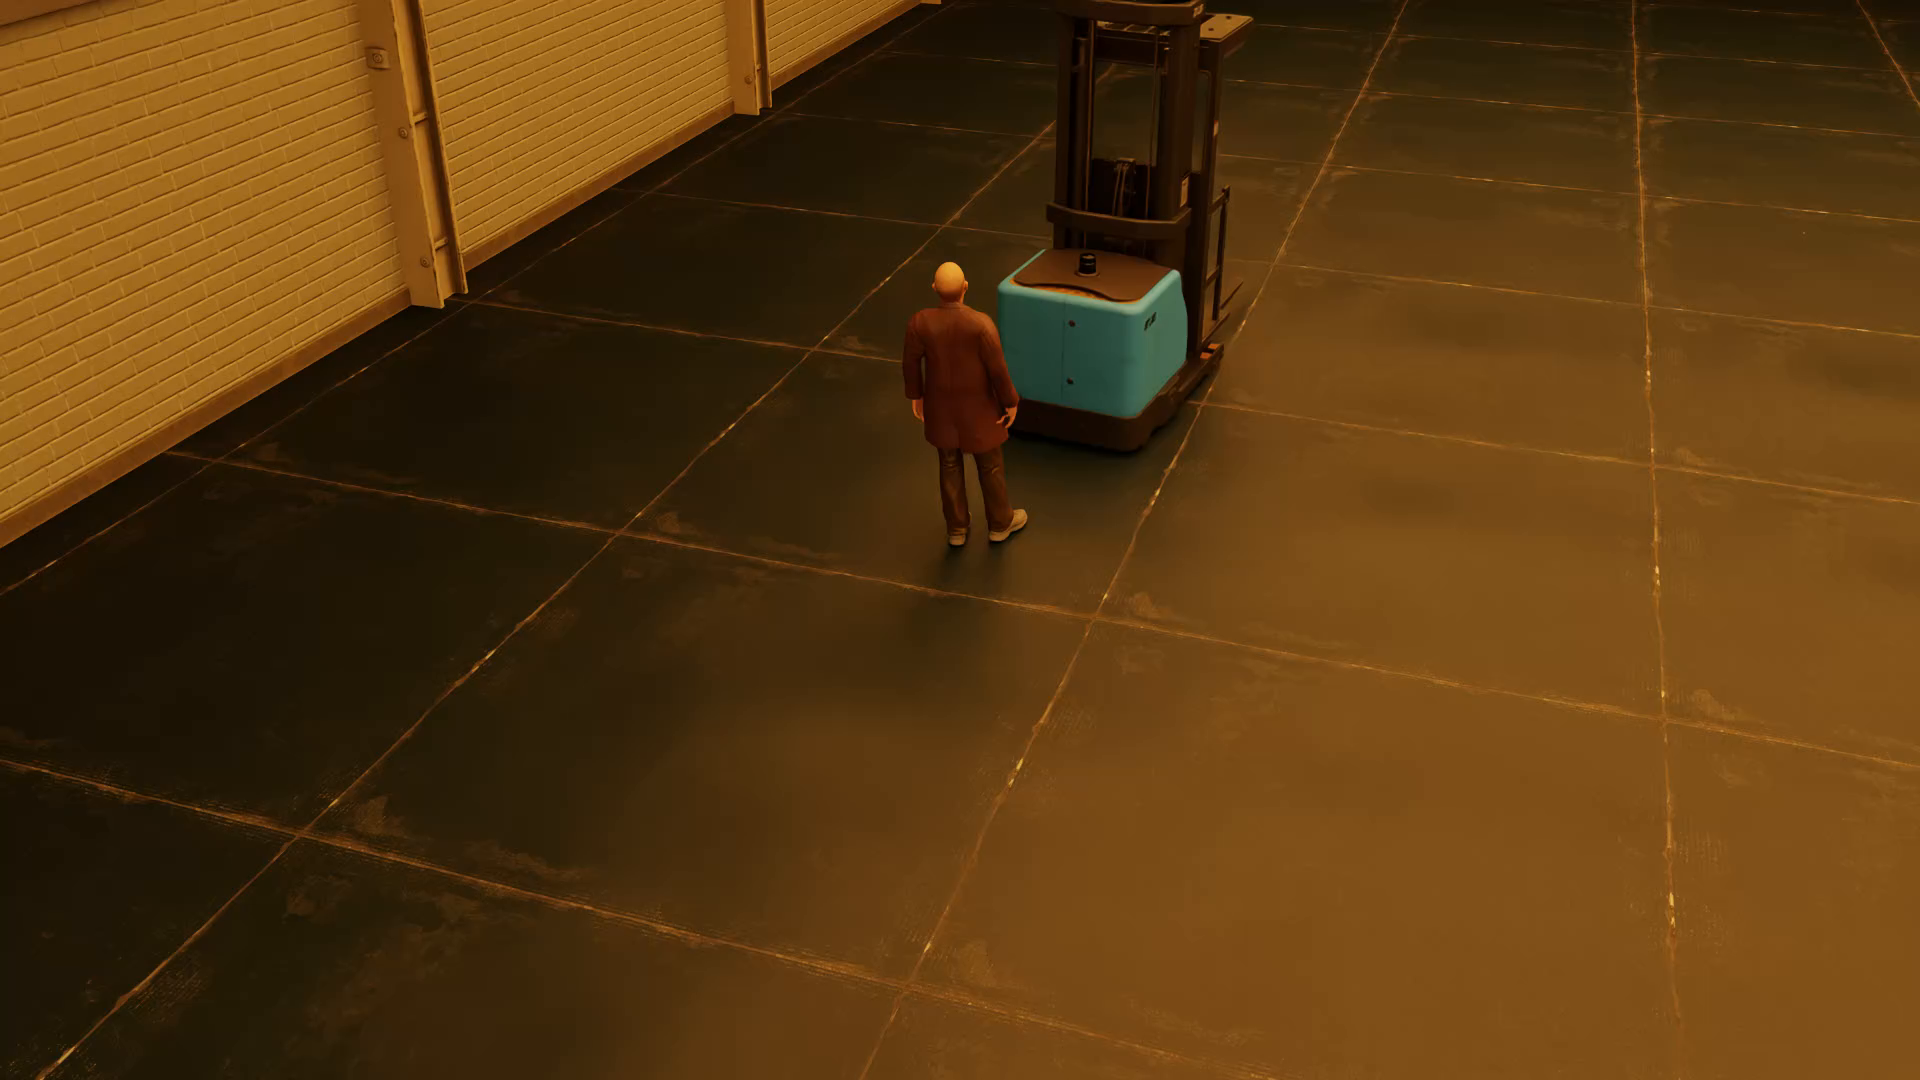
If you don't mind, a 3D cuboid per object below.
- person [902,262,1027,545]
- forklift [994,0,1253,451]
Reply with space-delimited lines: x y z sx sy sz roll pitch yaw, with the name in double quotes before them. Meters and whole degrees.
"person" 0.033 -0.821 9.727 0.696 1.777 0.579 10 31 16
"forklift" 1.317 -2.568 11.642 1.130 2.935 3.031 13 32 22
